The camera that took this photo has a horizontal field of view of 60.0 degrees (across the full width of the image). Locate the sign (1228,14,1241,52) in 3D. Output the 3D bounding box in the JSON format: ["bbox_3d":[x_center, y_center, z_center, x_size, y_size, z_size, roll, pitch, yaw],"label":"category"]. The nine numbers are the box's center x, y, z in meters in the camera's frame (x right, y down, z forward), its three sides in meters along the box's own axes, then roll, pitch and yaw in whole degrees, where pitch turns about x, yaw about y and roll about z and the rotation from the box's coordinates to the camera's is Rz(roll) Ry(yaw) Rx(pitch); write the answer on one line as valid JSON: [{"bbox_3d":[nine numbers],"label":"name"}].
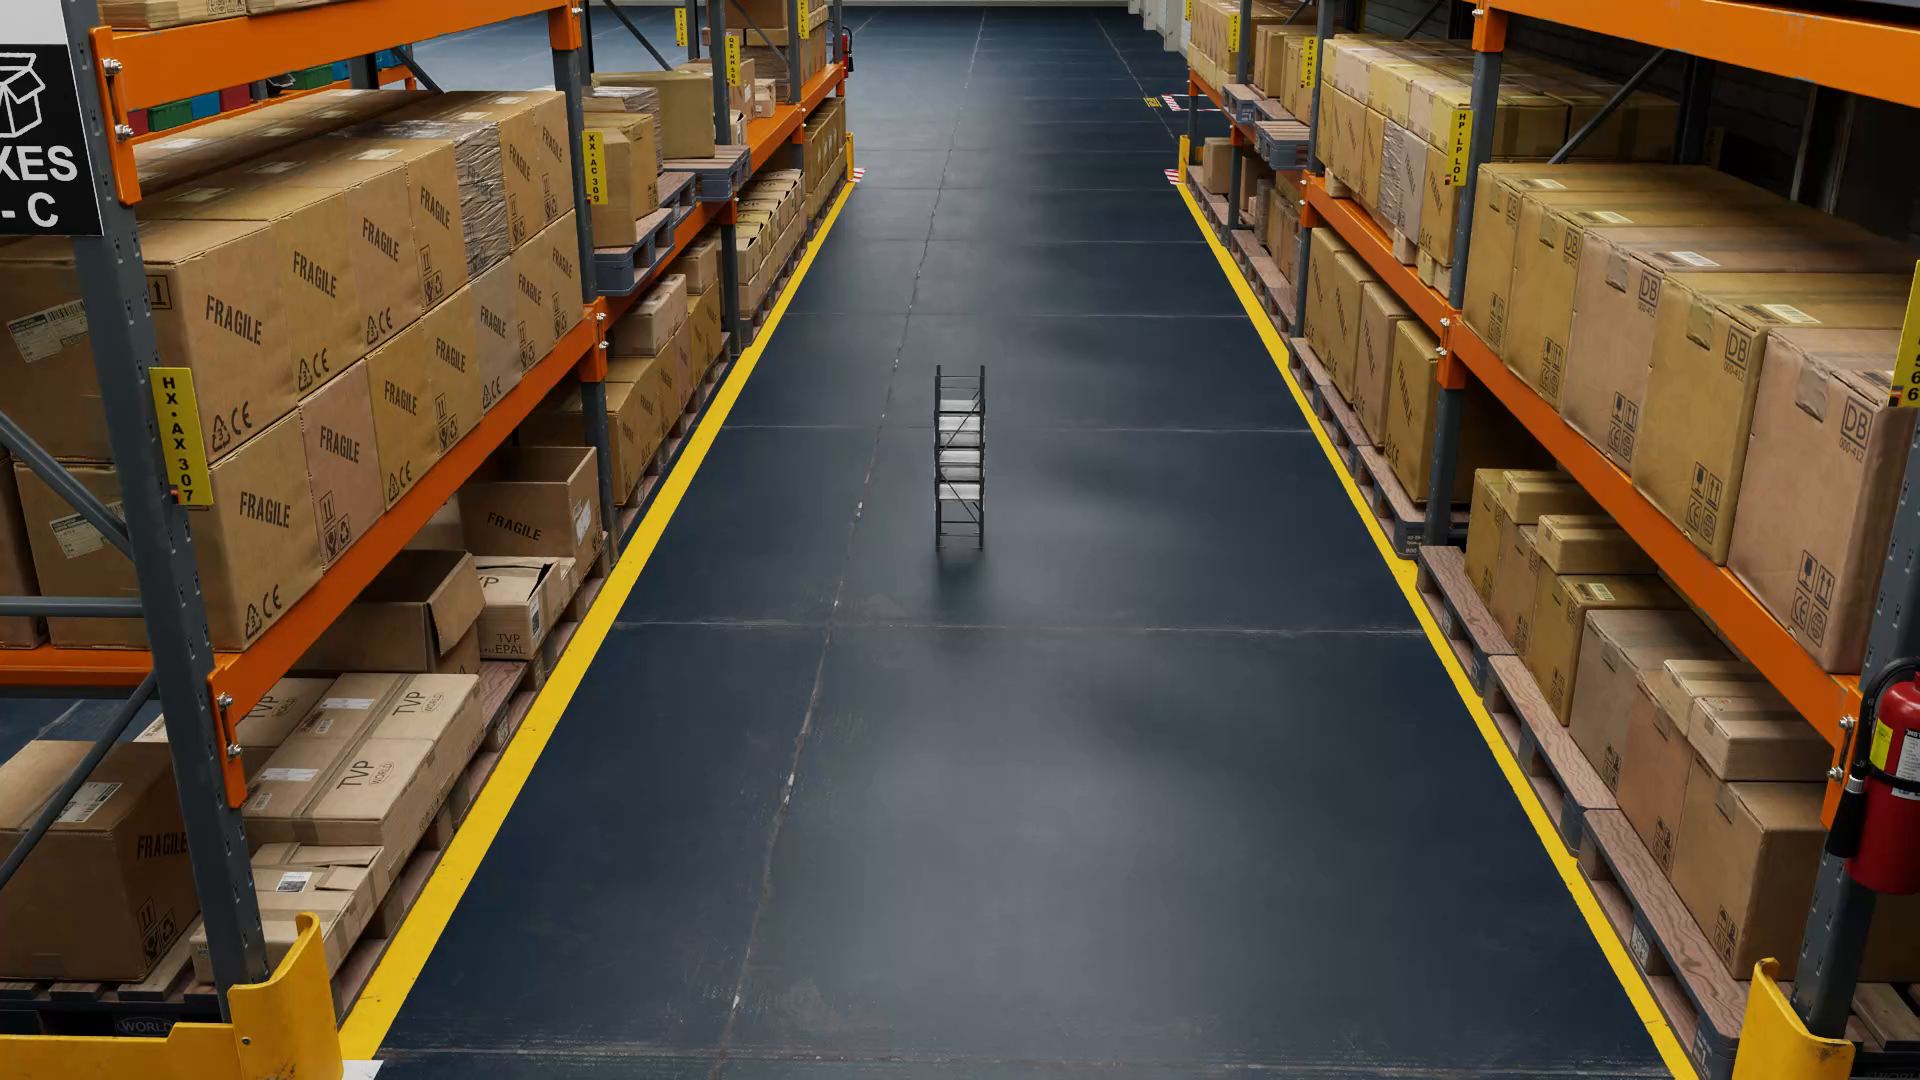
[{"bbox_3d":[2.455,-4.529,14.857,0.100,0.325,0.005,1,21,2],"label":"sign"}]

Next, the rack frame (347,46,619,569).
[{"bbox_3d":[-2.198,-1.282,7.687,1.000,3.000,0.127,1,21,2],"label":"rack frame"}]

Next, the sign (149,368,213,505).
[{"bbox_3d":[-1.777,-0.234,3.788,0.100,0.325,0.005,1,21,2],"label":"sign"}]

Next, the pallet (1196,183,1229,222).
[{"bbox_3d":[3.017,-3.507,17.276,1.003,0.211,1.213,1,21,2],"label":"pallet"}]

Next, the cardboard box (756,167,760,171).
[{"bbox_3d":[-2.132,-3.789,16.332,0.500,0.500,0.500,1,21,2],"label":"cardboard box"}]

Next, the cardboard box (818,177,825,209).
[{"bbox_3d":[-1.617,-3.434,16.453,0.500,0.250,0.500,1,21,2],"label":"cardboard box"}]

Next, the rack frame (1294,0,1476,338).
[{"bbox_3d":[2.876,-2.675,11.278,1.000,3.000,0.127,1,21,2],"label":"rack frame"}]

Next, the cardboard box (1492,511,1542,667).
[{"bbox_3d":[2.610,0.191,6.764,0.700,0.500,0.500,0,21,1],"label":"cardboard box"}]

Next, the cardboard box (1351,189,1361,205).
[{"bbox_3d":[2.641,-2.173,10.302,0.380,0.149,0.250,0,21,1],"label":"cardboard box"}]

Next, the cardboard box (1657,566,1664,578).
[{"bbox_3d":[2.802,0.034,6.273,0.380,0.149,0.250,1,21,2],"label":"cardboard box"}]

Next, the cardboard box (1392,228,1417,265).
[{"bbox_3d":[2.467,-1.528,8.639,0.380,0.149,0.250,1,21,2],"label":"cardboard box"}]

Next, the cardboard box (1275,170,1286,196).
[{"bbox_3d":[2.982,-3.086,14.145,0.500,0.250,0.500,0,21,0],"label":"cardboard box"}]

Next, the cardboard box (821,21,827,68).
[{"bbox_3d":[-1.860,-5.499,18.417,0.700,0.500,0.500,1,21,2],"label":"cardboard box"}]

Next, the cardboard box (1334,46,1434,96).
[{"bbox_3d":[2.589,-2.864,10.150,0.500,0.250,0.500,0,21,1],"label":"cardboard box"}]

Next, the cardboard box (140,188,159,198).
[{"bbox_3d":[-2.566,-0.695,4.654,0.500,0.500,0.500,1,21,3],"label":"cardboard box"}]

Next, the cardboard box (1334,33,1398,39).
[{"bbox_3d":[2.851,-3.471,11.685,0.380,0.149,0.250,-3,21,-7],"label":"cardboard box"}]

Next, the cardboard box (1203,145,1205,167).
[{"bbox_3d":[3.008,-4.270,18.497,0.500,0.311,0.500,-2,21,-4],"label":"cardboard box"}]

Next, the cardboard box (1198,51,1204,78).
[{"bbox_3d":[2.764,-4.962,17.351,0.500,0.250,0.500,0,21,1],"label":"cardboard box"}]

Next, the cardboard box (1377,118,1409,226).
[{"bbox_3d":[2.545,-1.960,8.856,0.500,0.500,0.500,1,21,2],"label":"cardboard box"}]

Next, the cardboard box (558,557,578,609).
[{"bbox_3d":[-1.883,0.187,7.233,0.380,0.149,0.250,1,21,2],"label":"cardboard box"}]

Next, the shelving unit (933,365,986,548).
[{"bbox_3d":[0.000,-0.417,8.359,0.258,0.900,0.210,1,21,2],"label":"shelving unit"}]

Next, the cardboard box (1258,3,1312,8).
[{"bbox_3d":[3.265,-5.133,16.755,0.500,0.500,0.500,1,21,2],"label":"cardboard box"}]

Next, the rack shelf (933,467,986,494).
[{"bbox_3d":[0.000,-0.302,8.403,0.258,0.077,0.200,1,21,2],"label":"rack shelf"}]

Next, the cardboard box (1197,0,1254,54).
[{"bbox_3d":[2.757,-5.322,17.242,0.500,0.500,0.500,0,21,0],"label":"cardboard box"}]

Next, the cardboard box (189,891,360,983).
[{"bbox_3d":[-1.963,1.140,4.776,0.380,0.149,0.250,1,21,2],"label":"cardboard box"}]

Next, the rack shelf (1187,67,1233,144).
[{"bbox_3d":[3.058,-4.510,16.999,1.077,0.370,4.000,1,21,2],"label":"rack shelf"}]

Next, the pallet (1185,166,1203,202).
[{"bbox_3d":[3.057,-3.947,18.410,1.003,0.211,1.213,1,21,2],"label":"pallet"}]

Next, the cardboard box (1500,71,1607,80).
[{"bbox_3d":[3.048,-2.307,8.715,0.500,0.250,0.500,0,21,0],"label":"cardboard box"}]

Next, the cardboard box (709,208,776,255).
[{"bbox_3d":[-1.741,-2.465,13.179,0.500,0.311,0.500,0,21,0],"label":"cardboard box"}]

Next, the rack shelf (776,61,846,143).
[{"bbox_3d":[-1.893,-4.563,17.136,1.077,0.370,4.000,1,21,2],"label":"rack shelf"}]

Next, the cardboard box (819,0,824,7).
[{"bbox_3d":[-1.861,-6.085,18.133,0.700,0.500,0.500,1,21,2],"label":"cardboard box"}]

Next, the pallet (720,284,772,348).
[{"bbox_3d":[-2.012,-1.726,12.685,1.003,0.211,1.213,1,21,2],"label":"pallet"}]

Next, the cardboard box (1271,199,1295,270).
[{"bbox_3d":[2.970,-2.524,13.734,0.700,0.500,0.500,1,21,2],"label":"cardboard box"}]

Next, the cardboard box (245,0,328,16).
[{"bbox_3d":[-2.021,-1.528,4.381,0.500,0.250,0.500,1,21,2],"label":"cardboard box"}]

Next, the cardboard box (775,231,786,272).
[{"bbox_3d":[-1.726,-2.384,13.747,0.500,0.250,0.500,1,21,3],"label":"cardboard box"}]

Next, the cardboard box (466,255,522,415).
[{"bbox_3d":[-1.984,-0.773,6.237,0.500,0.500,0.500,1,21,3],"label":"cardboard box"}]

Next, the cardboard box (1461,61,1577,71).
[{"bbox_3d":[3.068,-2.496,9.202,0.500,0.250,0.500,0,21,0],"label":"cardboard box"}]

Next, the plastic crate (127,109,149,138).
[{"bbox_3d":[-6.672,-3.395,13.044,0.402,0.464,0.583,1,21,2],"label":"plastic crate"}]

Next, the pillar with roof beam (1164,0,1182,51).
[{"bbox_3d":[0.207,-14.658,33.866,9.100,9.000,0.400,1,21,2],"label":"pillar with roof beam"}]

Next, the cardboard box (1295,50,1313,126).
[{"bbox_3d":[2.870,-3.300,12.140,0.700,0.500,0.500,-1,21,-3],"label":"cardboard box"}]

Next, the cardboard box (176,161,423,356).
[{"bbox_3d":[-2.014,-0.876,5.120,0.500,0.500,0.500,1,21,2],"label":"cardboard box"}]

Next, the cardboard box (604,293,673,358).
[{"bbox_3d":[-1.909,-1.206,9.300,0.500,0.250,0.500,1,21,2],"label":"cardboard box"}]

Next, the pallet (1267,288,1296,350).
[{"bbox_3d":[2.901,-1.658,12.510,1.003,0.211,1.213,1,21,2],"label":"pallet"}]

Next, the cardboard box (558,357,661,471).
[{"bbox_3d":[-1.934,-0.687,9.001,0.500,0.500,0.500,1,21,2],"label":"cardboard box"}]

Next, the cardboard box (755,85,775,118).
[{"bbox_3d":[-1.797,-3.792,14.342,0.396,0.266,0.258,0,21,0],"label":"cardboard box"}]

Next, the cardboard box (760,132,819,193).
[{"bbox_3d":[-1.627,-3.603,15.851,0.500,0.500,0.500,1,21,2],"label":"cardboard box"}]

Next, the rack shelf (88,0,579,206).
[{"bbox_3d":[-2.258,-1.622,5.411,1.077,0.370,4.000,1,21,2],"label":"rack shelf"}]

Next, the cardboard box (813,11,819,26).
[{"bbox_3d":[-1.685,-5.457,17.411,0.380,0.149,0.250,1,21,3],"label":"cardboard box"}]

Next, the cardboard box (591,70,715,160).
[{"bbox_3d":[-1.982,-2.742,10.731,0.700,0.500,0.500,-7,22,-16],"label":"cardboard box"}]

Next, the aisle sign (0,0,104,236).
[{"bbox_3d":[-2.028,-1.020,3.418,0.394,0.787,0.004,1,21,2],"label":"aisle sign"}]

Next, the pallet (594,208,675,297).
[{"bbox_3d":[-2.064,-1.481,8.464,1.003,0.211,1.213,1,21,2],"label":"pallet"}]
